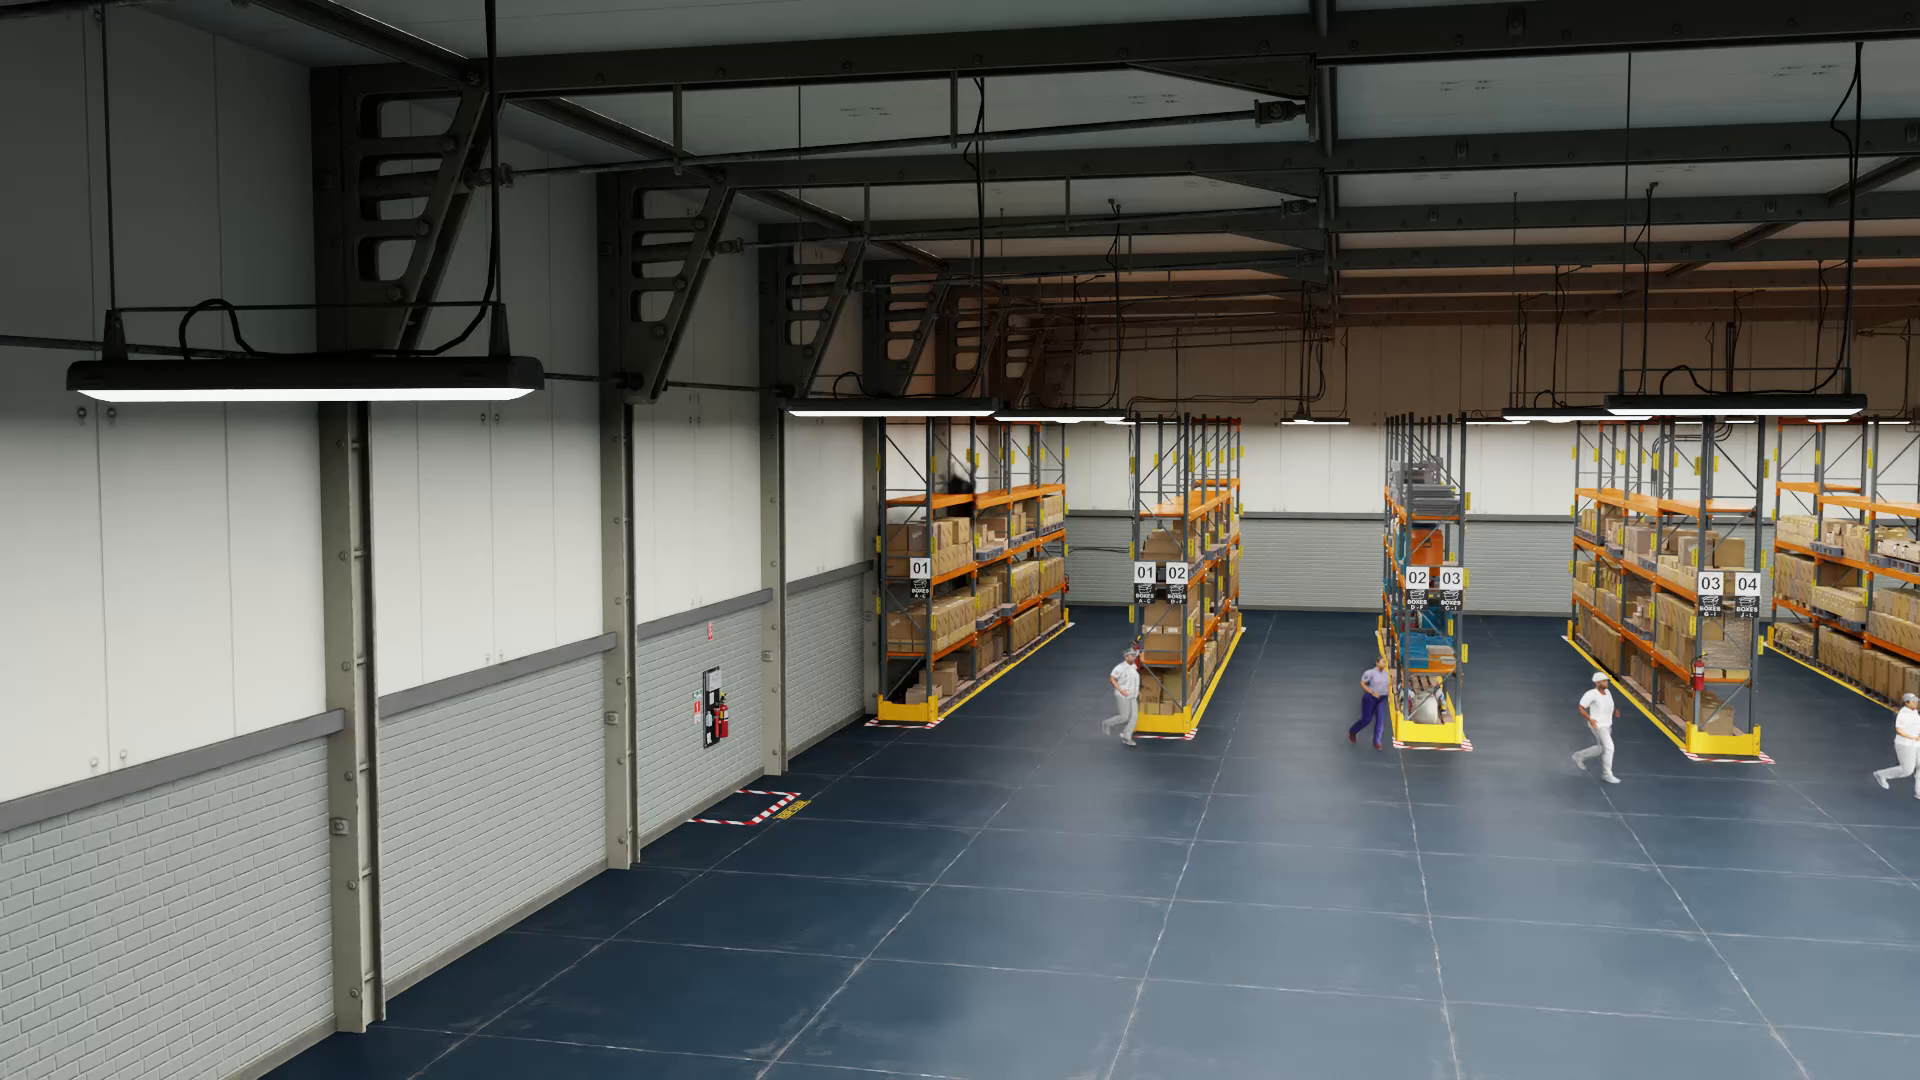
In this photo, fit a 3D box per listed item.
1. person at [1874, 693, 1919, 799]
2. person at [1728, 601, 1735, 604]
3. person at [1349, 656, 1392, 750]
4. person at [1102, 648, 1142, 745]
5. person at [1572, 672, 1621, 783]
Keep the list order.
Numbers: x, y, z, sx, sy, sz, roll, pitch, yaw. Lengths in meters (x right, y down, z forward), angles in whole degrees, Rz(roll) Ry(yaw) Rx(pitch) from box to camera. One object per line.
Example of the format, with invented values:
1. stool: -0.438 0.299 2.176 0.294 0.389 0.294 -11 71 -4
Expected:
1. person: 14.614 3.182 25.659 0.618 1.662 0.853 -3 5 -40
2. person: 20.329 1.945 44.350 0.502 1.630 0.854 -2 5 -31
3. person: 7.475 2.894 29.826 0.692 1.628 0.785 -2 4 -22
4. person: 3.045 2.818 30.232 0.715 1.723 0.769 -4 5 -43
5. person: 10.380 3.022 27.049 0.690 1.765 0.837 -4 5 -43
